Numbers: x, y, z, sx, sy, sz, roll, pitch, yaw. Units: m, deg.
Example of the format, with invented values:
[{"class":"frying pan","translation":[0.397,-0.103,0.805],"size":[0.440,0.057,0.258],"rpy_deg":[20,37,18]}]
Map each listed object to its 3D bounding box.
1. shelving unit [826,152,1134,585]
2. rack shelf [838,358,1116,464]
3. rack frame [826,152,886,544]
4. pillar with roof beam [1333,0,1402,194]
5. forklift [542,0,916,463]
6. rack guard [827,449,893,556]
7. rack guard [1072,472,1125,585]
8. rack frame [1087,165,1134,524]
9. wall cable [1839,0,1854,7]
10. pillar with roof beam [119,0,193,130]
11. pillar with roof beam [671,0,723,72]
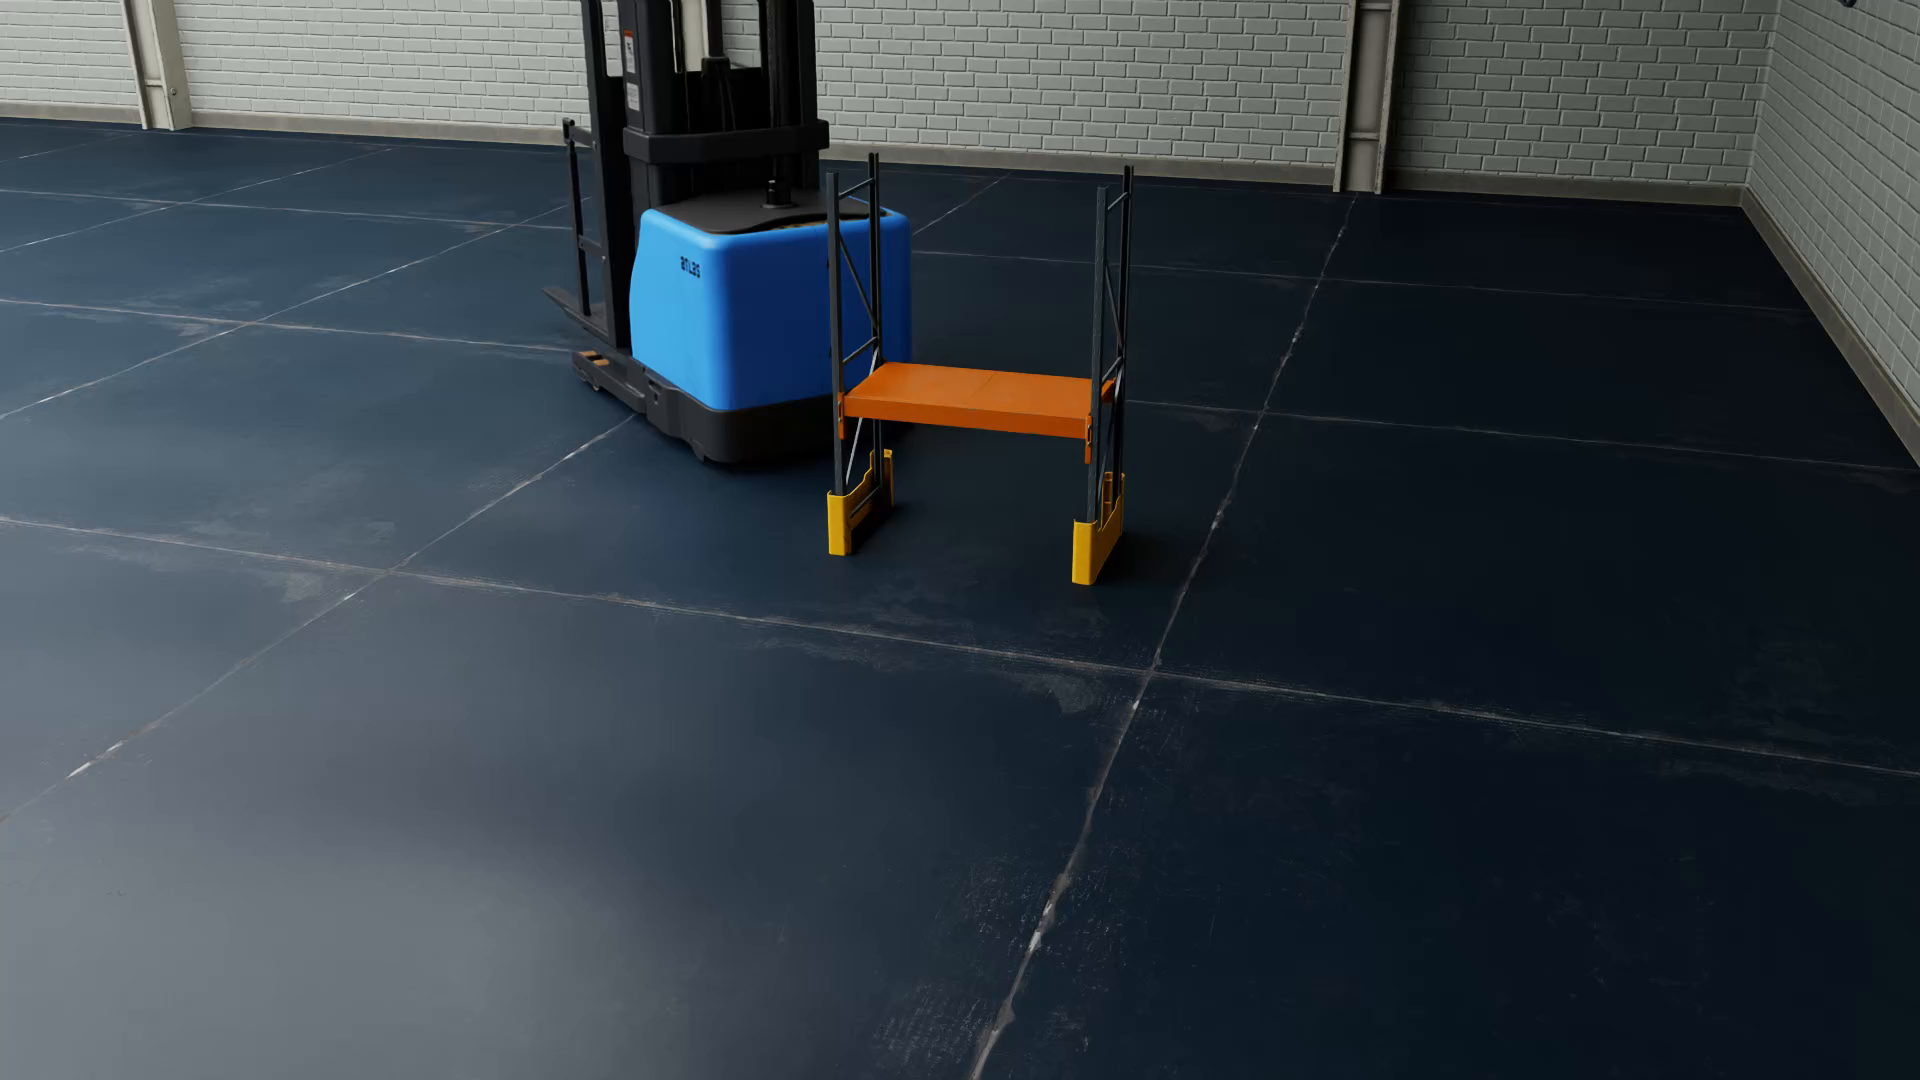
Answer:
[{"class":"shelving unit","translation":[0.073,-0.686,6.465],"size":[1.083,1.500,0.587],"rpy_deg":[7,23,16]},{"class":"rack shelf","translation":[0.082,-0.518,6.531],"size":[1.000,0.185,0.538],"rpy_deg":[7,23,16]},{"class":"rack frame","translation":[-0.405,-0.740,6.598],"size":[0.032,1.500,0.500],"rpy_deg":[7,23,16]},{"class":"pillar with roof beam","translation":[2.095,-5.534,8.403],"size":[0.400,9.000,9.100],"rpy_deg":[7,23,16]},{"class":"forklift","translation":[-1.398,-2.213,8.302],"size":[1.130,2.935,3.031],"rpy_deg":[-13,26,-28]},{"class":"rack guard","translation":[-0.404,-0.162,6.835],"size":[0.087,0.250,0.587],"rpy_deg":[7,23,16]},{"class":"rack guard","translation":[0.550,-0.053,6.569],"size":[0.087,0.250,0.587],"rpy_deg":[7,23,16]},{"class":"rack frame","translation":[0.568,-0.629,6.327],"size":[0.032,1.500,0.500],"rpy_deg":[7,23,16]},{"class":"wall cable","translation":[5.777,-4.858,10.847],"size":[0.112,2.526,3.097],"rpy_deg":[7,23,16]},{"class":"pillar with roof beam","translation":[-9.394,-6.849,11.610],"size":[0.400,9.000,9.100],"rpy_deg":[7,23,16]},{"class":"pillar with roof beam","translation":[-3.650,-6.191,10.006],"size":[0.400,9.000,9.100],"rpy_deg":[7,23,16]}]
